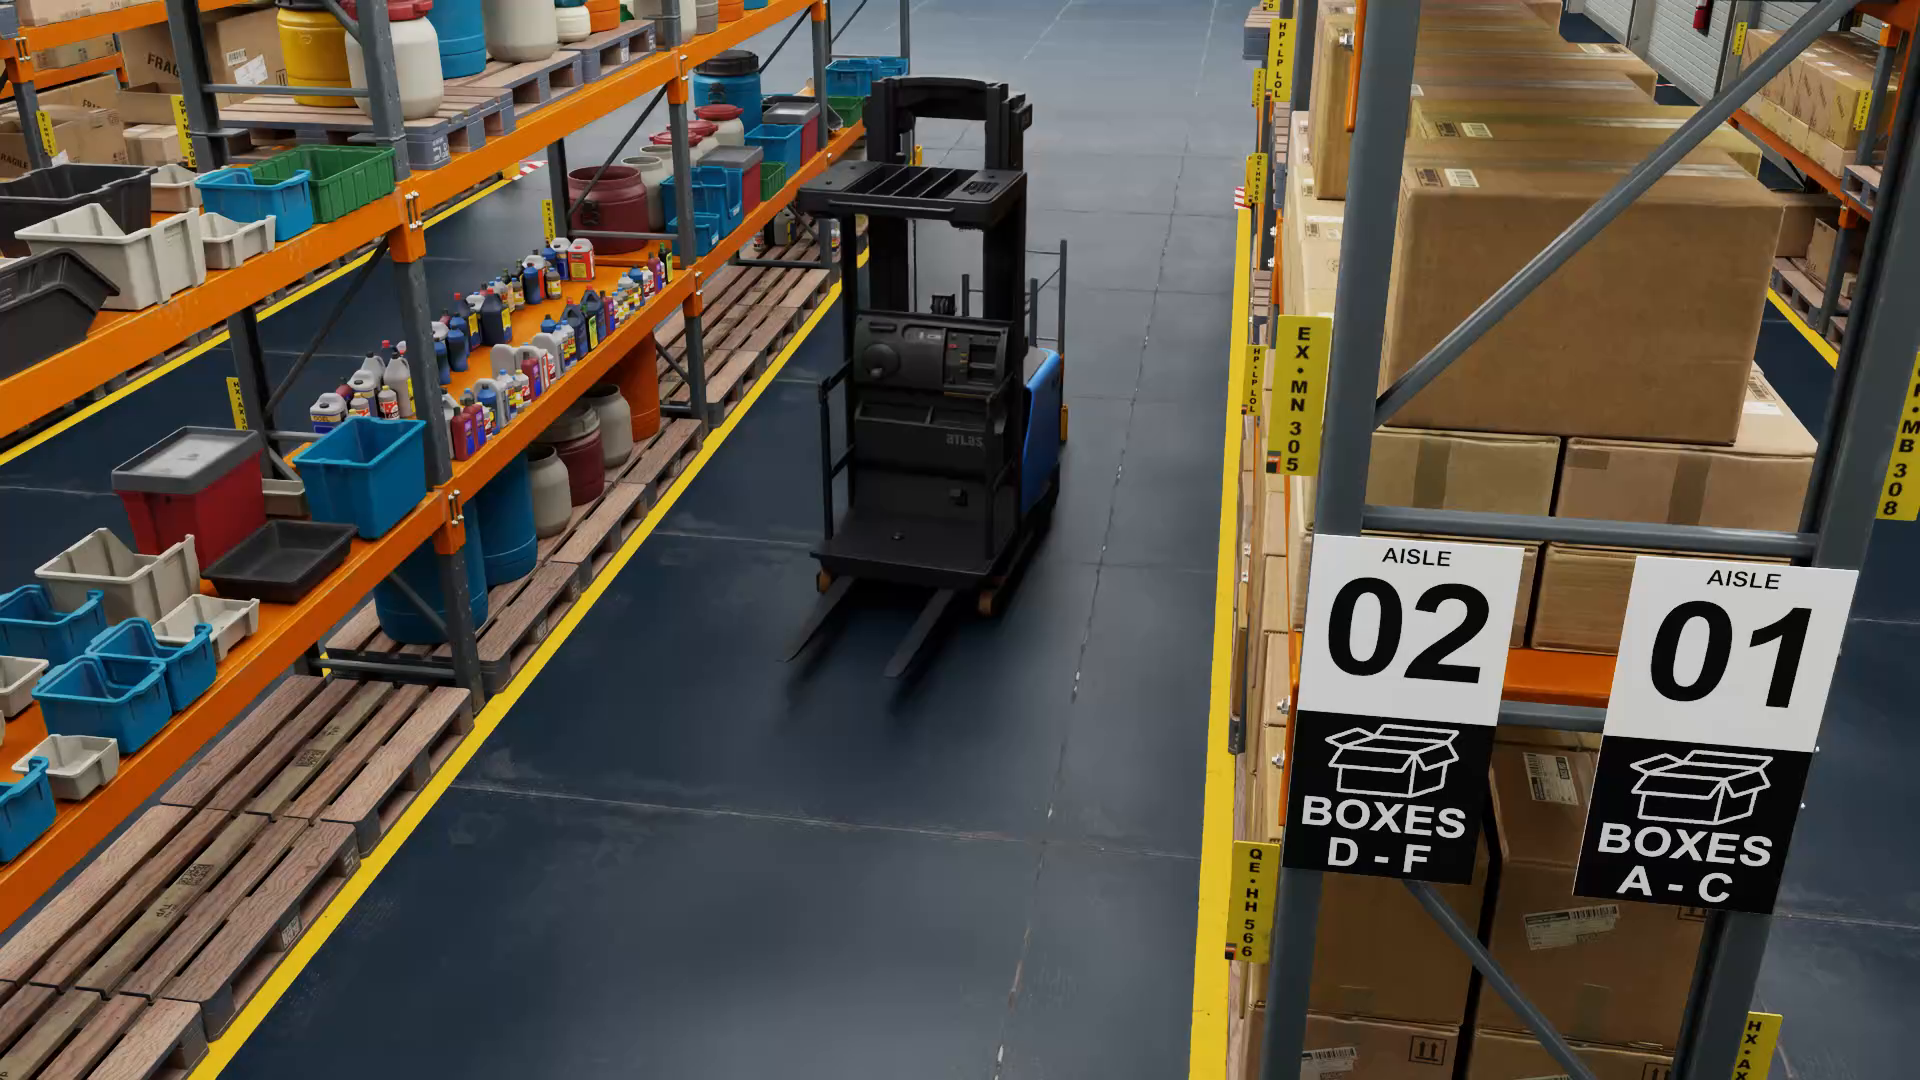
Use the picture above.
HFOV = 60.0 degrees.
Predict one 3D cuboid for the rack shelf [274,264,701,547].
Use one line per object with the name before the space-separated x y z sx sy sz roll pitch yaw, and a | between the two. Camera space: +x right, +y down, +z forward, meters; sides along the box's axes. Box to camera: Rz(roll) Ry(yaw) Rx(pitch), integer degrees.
rack shelf | -2.707 -0.999 10.194 1.077 0.370 4.000 4 25 9

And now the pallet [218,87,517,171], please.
pallet | -3.002 -2.096 8.373 1.213 0.211 1.003 4 25 9

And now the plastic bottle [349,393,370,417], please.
plastic bottle | -3.215 -0.687 8.914 0.097 0.201 0.097 0 25 0

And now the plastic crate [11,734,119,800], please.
plastic crate | -3.077 0.785 5.776 0.250 0.136 0.298 4 25 9

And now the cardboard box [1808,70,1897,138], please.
cardboard box | 7.896 -3.857 14.720 0.500 0.500 0.500 4 25 8

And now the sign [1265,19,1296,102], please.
sign | 1.304 -1.951 6.768 0.100 0.325 0.005 4 25 9

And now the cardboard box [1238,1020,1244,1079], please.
cardboard box | 1.229 1.936 5.800 0.500 0.250 0.500 4 25 9

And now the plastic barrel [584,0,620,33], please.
plastic barrel | -2.476 -3.667 10.506 0.600 0.830 0.708 4 25 9

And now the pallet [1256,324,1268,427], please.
pallet | 2.193 -0.916 9.394 1.003 0.211 1.213 4 25 9

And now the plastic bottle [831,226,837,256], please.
plastic bottle | -1.242 -2.900 16.107 0.097 0.271 0.097 0 25 0

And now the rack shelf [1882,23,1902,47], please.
rack shelf | 7.721 -3.344 11.666 1.077 0.370 4.000 4 25 9

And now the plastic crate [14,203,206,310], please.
plastic crate | -3.021 -1.026 6.004 0.437 0.282 0.530 4 25 9

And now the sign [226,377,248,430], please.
sign | -3.576 -0.652 8.279 0.100 0.325 0.005 4 25 9

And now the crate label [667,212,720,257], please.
crate label | -1.941 -2.235 12.185 0.303 0.233 0.416 4 25 9

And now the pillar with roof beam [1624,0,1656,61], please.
pillar with roof beam | 7.154 -12.502 26.844 9.100 9.000 0.400 4 25 9

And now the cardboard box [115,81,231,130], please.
cardboard box | -6.805 -3.683 14.462 0.797 0.503 0.637 7 26 14

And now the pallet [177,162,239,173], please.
pallet | -6.983 -3.248 14.377 1.003 0.211 1.213 4 25 9

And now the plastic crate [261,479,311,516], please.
plastic crate | -3.251 -0.211 7.903 0.396 0.136 0.243 4 25 9

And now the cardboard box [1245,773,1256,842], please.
cardboard box | 1.172 0.853 5.272 0.500 0.500 0.500 4 25 9

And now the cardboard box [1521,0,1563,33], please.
cardboard box | 1.811 -1.794 6.209 0.700 0.500 0.500 4 25 9

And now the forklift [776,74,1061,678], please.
forklift | -0.232 -1.062 9.562 1.130 2.935 3.031 7 26 15

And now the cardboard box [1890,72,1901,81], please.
cardboard box | 8.419 -3.826 14.655 0.500 0.500 0.500 4 25 8

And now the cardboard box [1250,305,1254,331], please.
cardboard box | 2.512 -1.680 12.887 0.500 0.311 0.500 4 25 8

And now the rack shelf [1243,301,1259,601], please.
rack shelf | 2.179 -0.654 9.457 1.077 0.370 4.000 4 25 9

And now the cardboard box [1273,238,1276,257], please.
cardboard box | 2.380 -2.098 11.990 0.380 0.149 0.250 4 25 9

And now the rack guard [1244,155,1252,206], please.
rack guard | 3.817 -4.040 18.791 1.175 0.500 0.348 4 25 9

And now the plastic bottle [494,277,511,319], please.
plastic bottle | -2.951 -1.552 10.679 0.097 0.271 0.097 0 25 0

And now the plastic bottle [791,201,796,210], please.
plastic bottle | -1.716 -3.311 16.971 0.061 0.283 0.133 4 25 9

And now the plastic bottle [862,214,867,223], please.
plastic bottle | -1.054 -3.477 17.245 0.144 0.351 0.185 5 26 11

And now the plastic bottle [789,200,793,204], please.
plastic bottle | -1.791 -3.372 17.109 0.152 0.276 0.135 4 25 9

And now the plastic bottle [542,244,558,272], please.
plastic bottle | -2.816 -1.898 11.417 0.097 0.271 0.097 0 25 0

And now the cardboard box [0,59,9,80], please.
cardboard box | -11.181 -5.464 18.708 0.875 0.550 0.500 4 25 9

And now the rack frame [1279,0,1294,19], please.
rack frame | 2.506 -4.533 9.820 1.000 3.000 0.127 4 25 9

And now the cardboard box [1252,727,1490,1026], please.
cardboard box | 1.000 0.826 4.149 0.500 0.500 0.500 4 25 8

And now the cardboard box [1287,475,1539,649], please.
cardboard box | 1.022 0.006 3.838 0.500 0.250 0.500 4 25 9

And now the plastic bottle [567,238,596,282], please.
plastic bottle | -2.620 -1.936 11.493 0.152 0.276 0.135 4 25 9

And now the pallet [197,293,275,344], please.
pallet | -6.936 -2.077 14.938 1.003 0.211 1.213 4 25 9

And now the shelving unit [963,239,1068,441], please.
shelving unit | 0.386 -1.256 11.664 0.587 1.500 1.083 6 26 13

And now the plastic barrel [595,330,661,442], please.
plastic barrel | -2.443 -1.162 11.760 0.600 0.830 0.708 4 25 9

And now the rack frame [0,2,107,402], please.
rack frame | -7.266 -2.504 12.562 1.000 3.000 0.127 4 25 9

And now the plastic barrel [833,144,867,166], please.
plastic barrel | -1.187 -4.080 18.368 0.421 0.512 0.421 0 25 0

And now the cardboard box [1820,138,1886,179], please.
cardboard box | 7.826 -3.308 14.432 0.500 0.250 0.500 4 25 9

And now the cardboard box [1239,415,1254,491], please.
cardboard box | 2.070 -0.493 10.696 0.500 0.500 0.500 3 25 7

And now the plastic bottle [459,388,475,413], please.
plastic bottle | -2.649 -0.719 8.982 0.097 0.201 0.097 0 25 0

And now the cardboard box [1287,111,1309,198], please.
cardboard box | 1.528 -1.474 6.410 0.500 0.250 0.500 4 25 9

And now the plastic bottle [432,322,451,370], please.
plastic bottle | -3.086 -1.136 9.785 0.152 0.276 0.135 4 25 9

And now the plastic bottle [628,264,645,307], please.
plastic bottle | -2.132 -1.679 10.951 0.097 0.271 0.097 0 25 0

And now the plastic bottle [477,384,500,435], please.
plastic bottle | -2.514 -0.700 8.858 0.097 0.271 0.097 0 25 0

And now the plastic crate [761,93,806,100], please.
plastic crate | -1.813 -4.248 16.463 0.499 0.251 0.616 4 25 9

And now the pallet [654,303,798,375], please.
pallet | -2.013 -1.728 14.193 1.003 0.211 1.213 4 25 9

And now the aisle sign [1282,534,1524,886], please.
aisle sign | 0.885 0.360 3.377 0.394 0.787 0.004 4 25 9

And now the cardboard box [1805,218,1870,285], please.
cardboard box | 8.178 -2.652 15.306 0.500 0.500 0.500 2 25 5

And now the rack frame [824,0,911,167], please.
rack frame | -1.073 -5.507 18.977 1.000 3.000 0.127 4 25 9

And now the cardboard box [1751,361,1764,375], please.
cardboard box | 1.628 -0.393 4.100 0.500 0.250 0.500 4 25 9

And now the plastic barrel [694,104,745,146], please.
plastic barrel | -2.099 -3.511 14.551 0.433 0.535 0.433 0 25 0

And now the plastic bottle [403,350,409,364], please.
plastic bottle | -3.034 -0.940 9.278 0.144 0.351 0.185 4 25 9
